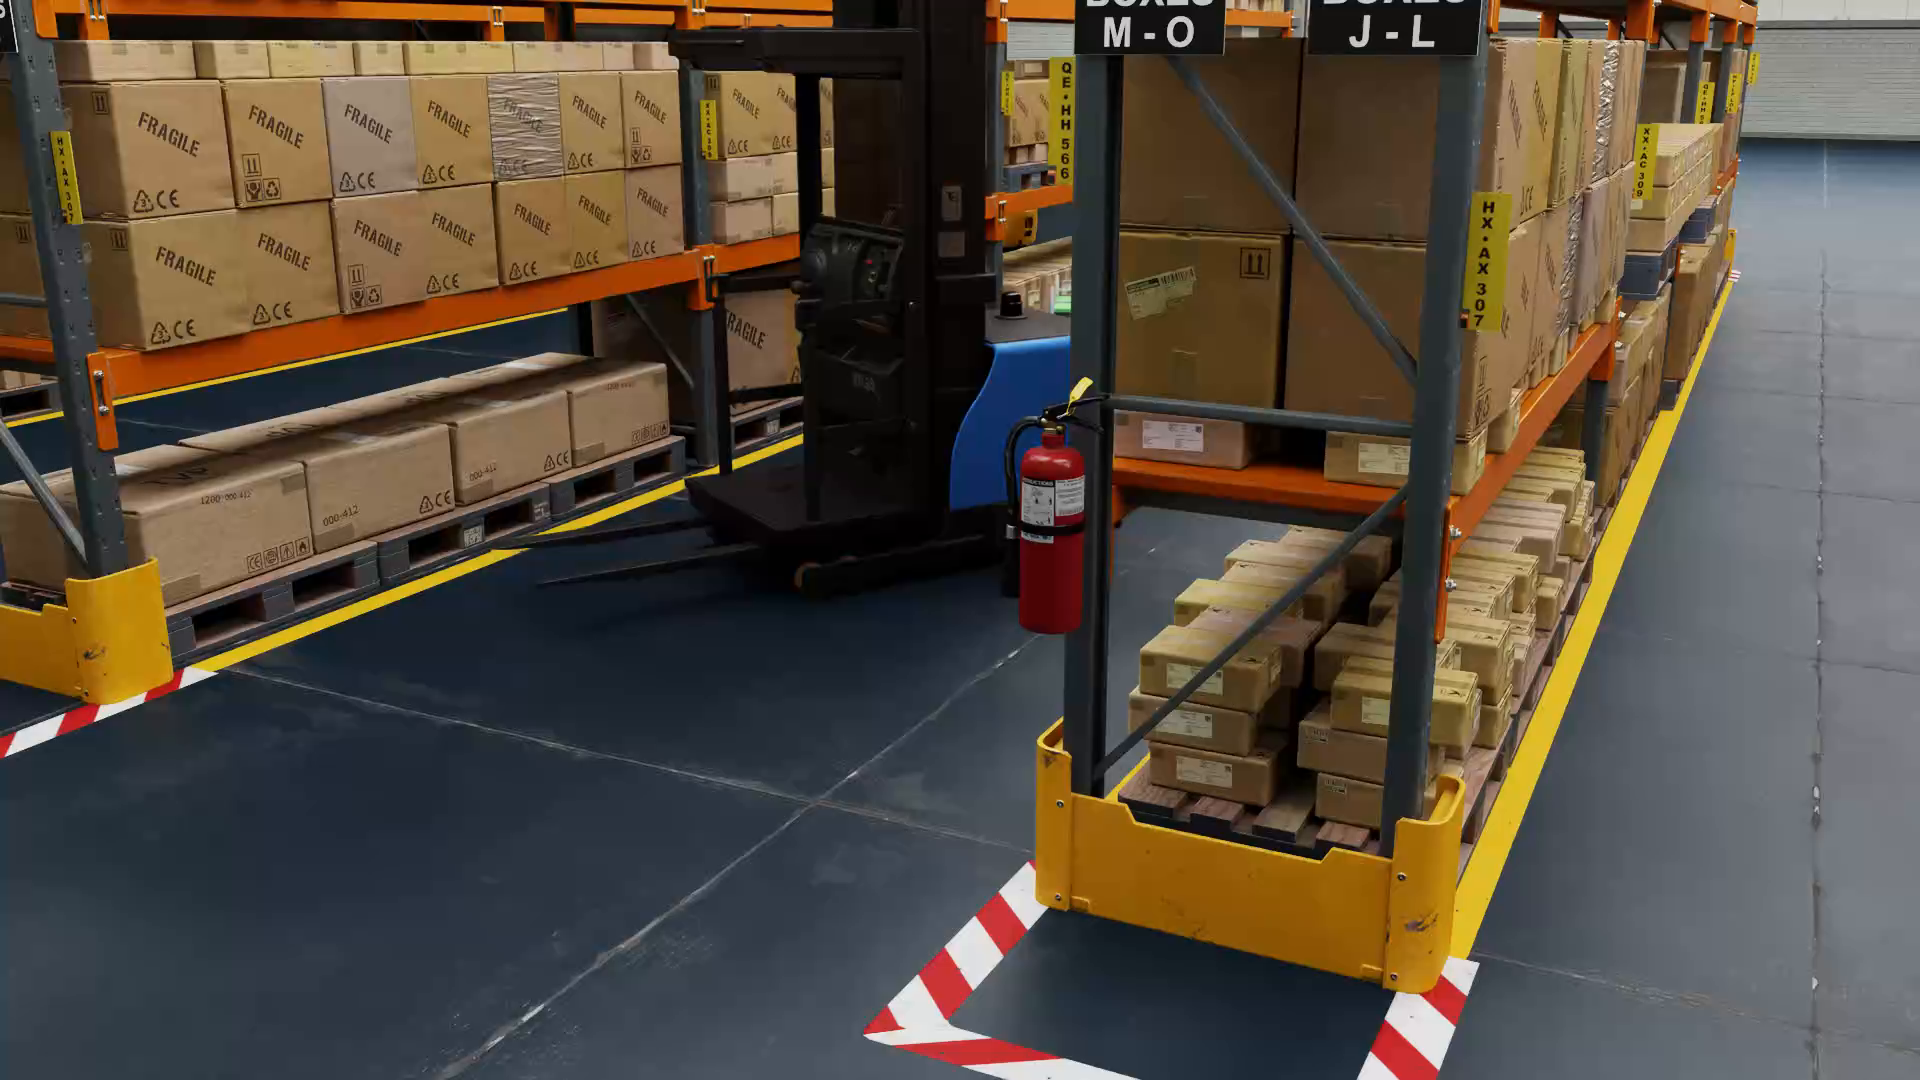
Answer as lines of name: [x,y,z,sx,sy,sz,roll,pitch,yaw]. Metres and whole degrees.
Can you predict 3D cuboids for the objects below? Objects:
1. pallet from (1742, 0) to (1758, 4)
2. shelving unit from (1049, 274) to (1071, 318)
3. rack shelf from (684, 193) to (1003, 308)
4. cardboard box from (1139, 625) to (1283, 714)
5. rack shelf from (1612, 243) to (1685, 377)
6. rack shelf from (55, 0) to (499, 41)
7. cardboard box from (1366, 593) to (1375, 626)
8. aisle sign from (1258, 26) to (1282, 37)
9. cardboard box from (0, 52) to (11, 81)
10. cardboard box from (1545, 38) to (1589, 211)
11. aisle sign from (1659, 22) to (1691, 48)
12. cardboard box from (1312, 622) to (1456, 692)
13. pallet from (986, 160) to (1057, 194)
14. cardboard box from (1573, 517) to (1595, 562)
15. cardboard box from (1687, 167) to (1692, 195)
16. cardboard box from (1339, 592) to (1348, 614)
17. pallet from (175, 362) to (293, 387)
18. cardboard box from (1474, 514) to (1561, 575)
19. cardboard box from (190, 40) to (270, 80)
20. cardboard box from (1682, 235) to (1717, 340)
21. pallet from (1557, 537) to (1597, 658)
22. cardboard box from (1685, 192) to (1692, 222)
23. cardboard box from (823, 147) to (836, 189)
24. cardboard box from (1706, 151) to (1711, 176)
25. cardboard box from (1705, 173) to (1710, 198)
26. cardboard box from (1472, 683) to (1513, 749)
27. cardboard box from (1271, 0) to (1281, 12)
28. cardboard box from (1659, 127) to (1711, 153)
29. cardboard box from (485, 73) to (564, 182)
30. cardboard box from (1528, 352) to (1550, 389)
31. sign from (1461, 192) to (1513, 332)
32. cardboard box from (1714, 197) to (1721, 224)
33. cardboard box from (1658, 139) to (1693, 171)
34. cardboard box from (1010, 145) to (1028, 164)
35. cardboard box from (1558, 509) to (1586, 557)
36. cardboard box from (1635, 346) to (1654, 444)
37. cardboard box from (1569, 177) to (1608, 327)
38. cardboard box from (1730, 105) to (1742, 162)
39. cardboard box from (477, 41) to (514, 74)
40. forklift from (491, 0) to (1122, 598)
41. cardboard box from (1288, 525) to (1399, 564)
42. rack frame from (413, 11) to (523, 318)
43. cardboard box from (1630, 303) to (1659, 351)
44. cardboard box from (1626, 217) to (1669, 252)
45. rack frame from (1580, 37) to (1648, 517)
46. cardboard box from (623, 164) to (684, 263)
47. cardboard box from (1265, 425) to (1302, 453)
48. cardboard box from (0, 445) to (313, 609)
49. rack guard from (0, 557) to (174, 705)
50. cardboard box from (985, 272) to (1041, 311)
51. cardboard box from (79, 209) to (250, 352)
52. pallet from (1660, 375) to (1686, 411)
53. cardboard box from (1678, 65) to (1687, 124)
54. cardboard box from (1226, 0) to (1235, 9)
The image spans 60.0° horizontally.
pallet: [7.594,-5.598,16.989,1.003,0.211,1.213,8,18,25]
shelving unit: [0.629,-0.839,9.244,0.258,1.200,0.503,2,17,6]
rack shelf: [-1.026,-2.104,11.605,1.077,0.370,4.000,8,18,25]
cardboard box: [0.777,0.396,5.147,0.380,0.149,0.250,8,18,26]
rack shelf: [3.448,-1.500,9.571,1.077,0.370,4.000,8,18,25]
rack shelf: [-5.468,-4.173,13.301,1.077,0.370,4.000,8,18,25]
cardboard box: [1.512,0.294,6.537,0.380,0.149,0.250,9,19,27]
aisle sign: [3.730,-6.222,19.637,0.394,0.787,0.004,8,18,25]
cardboard box: [-3.725,-1.876,6.501,0.380,0.149,0.250,8,18,26]
cardboard box: [1.677,-1.326,5.267,0.500,0.500,0.500,8,18,24]
aisle sign: [7.680,-5.695,17.864,0.394,0.787,0.004,8,18,25]
cardboard box: [1.320,0.387,5.176,0.380,0.149,0.250,8,19,26]
pallet: [0.091,-3.062,13.902,1.213,0.211,1.003,8,18,25]
cardboard box: [2.684,-0.027,7.617,0.380,0.149,0.250,8,18,26]
cardboard box: [3.724,-1.936,8.955,0.380,0.149,0.250,8,18,24]
cardboard box: [1.198,0.269,6.098,0.380,0.149,0.250,8,18,26]
pallet: [-6.032,-1.446,13.021,1.003,0.211,1.213,8,18,25]
cardboard box: [2.111,0.010,6.448,0.380,0.149,0.250,7,18,23]
cardboard box: [-3.028,-1.942,6.723,0.380,0.149,0.250,9,19,27]
cardboard box: [5.498,-2.082,13.478,1.050,0.750,0.750,8,18,25]
pallet: [2.286,0.176,7.559,1.003,0.211,1.213,8,18,25]
cardboard box: [3.836,-1.856,9.207,0.380,0.149,0.250,7,18,23]
cardboard box: [-1.013,-2.445,10.874,0.500,0.250,0.500,8,18,26]
cardboard box: [4.410,-2.326,10.269,0.380,0.149,0.250,9,19,27]
cardboard box: [4.532,-2.251,10.540,0.380,0.149,0.250,8,19,26]
cardboard box: [1.648,0.563,5.629,0.380,0.149,0.250,8,18,26]
cardboard box: [3.452,-6.120,19.034,0.380,0.149,0.250,8,18,26]
cardboard box: [4.301,-2.407,10.019,0.380,0.149,0.250,9,19,27]
cardboard box: [-2.336,-2.053,8.235,0.500,0.500,0.500,8,18,26]
cardboard box: [1.856,-0.641,5.856,0.380,0.149,0.250,9,19,27]
sign: [1.252,-0.663,3.968,0.100,0.325,0.005,8,18,25]
cardboard box: [6.473,-2.708,15.366,0.875,0.875,0.875,8,19,26]
cardboard box: [3.605,-2.009,8.679,0.380,0.149,0.250,8,18,25]
cardboard box: [0.336,-3.166,13.621,0.380,0.149,0.250,7,18,22]
cardboard box: [2.484,-0.051,7.176,0.380,0.149,0.250,7,18,23]
cardboard box: [3.824,-0.888,9.899,0.500,0.500,0.500,7,18,23]
cardboard box: [2.134,-1.109,6.290,0.500,0.500,0.500,8,18,25]
cardboard box: [7.565,-4.221,17.205,0.875,0.550,0.550,8,18,25]
cardboard box: [-2.400,-2.341,8.068,0.380,0.149,0.250,8,18,24]
forklift: [-0.694,-1.309,7.783,3.031,2.935,1.130,-10,19,-30]
cardboard box: [1.494,0.001,6.479,0.380,0.149,0.250,8,18,26]
rack frame: [-4.574,-3.589,15.340,1.000,3.000,0.127,8,18,25]
cardboard box: [3.813,-1.252,9.807,0.500,0.250,0.500,9,19,27]
cardboard box: [3.142,-1.459,7.870,0.380,0.149,0.250,7,18,23]
rack frame: [2.554,-1.336,7.753,1.000,3.000,0.127,8,18,25]
cardboard box: [-1.898,-1.837,9.266,0.500,0.500,0.500,8,18,26]
cardboard box: [0.804,-0.374,4.957,0.380,0.149,0.250,8,18,25]
cardboard box: [-3.501,-0.075,7.271,0.875,0.438,0.875,7,18,24]
rack guard: [-3.717,0.283,6.692,1.175,0.500,0.348,8,18,25]
cardboard box: [0.129,-2.043,14.012,0.950,0.372,0.625,7,18,22]
cardboard box: [-3.235,-1.055,6.631,0.500,0.500,0.500,8,18,25]
pallet: [4.761,-1.209,12.225,1.003,0.211,1.213,8,18,25]
cardboard box: [4.776,-3.124,11.842,0.700,0.500,0.500,8,18,25]
cardboard box: [2.669,-5.660,17.487,0.380,0.149,0.250,8,18,24]
